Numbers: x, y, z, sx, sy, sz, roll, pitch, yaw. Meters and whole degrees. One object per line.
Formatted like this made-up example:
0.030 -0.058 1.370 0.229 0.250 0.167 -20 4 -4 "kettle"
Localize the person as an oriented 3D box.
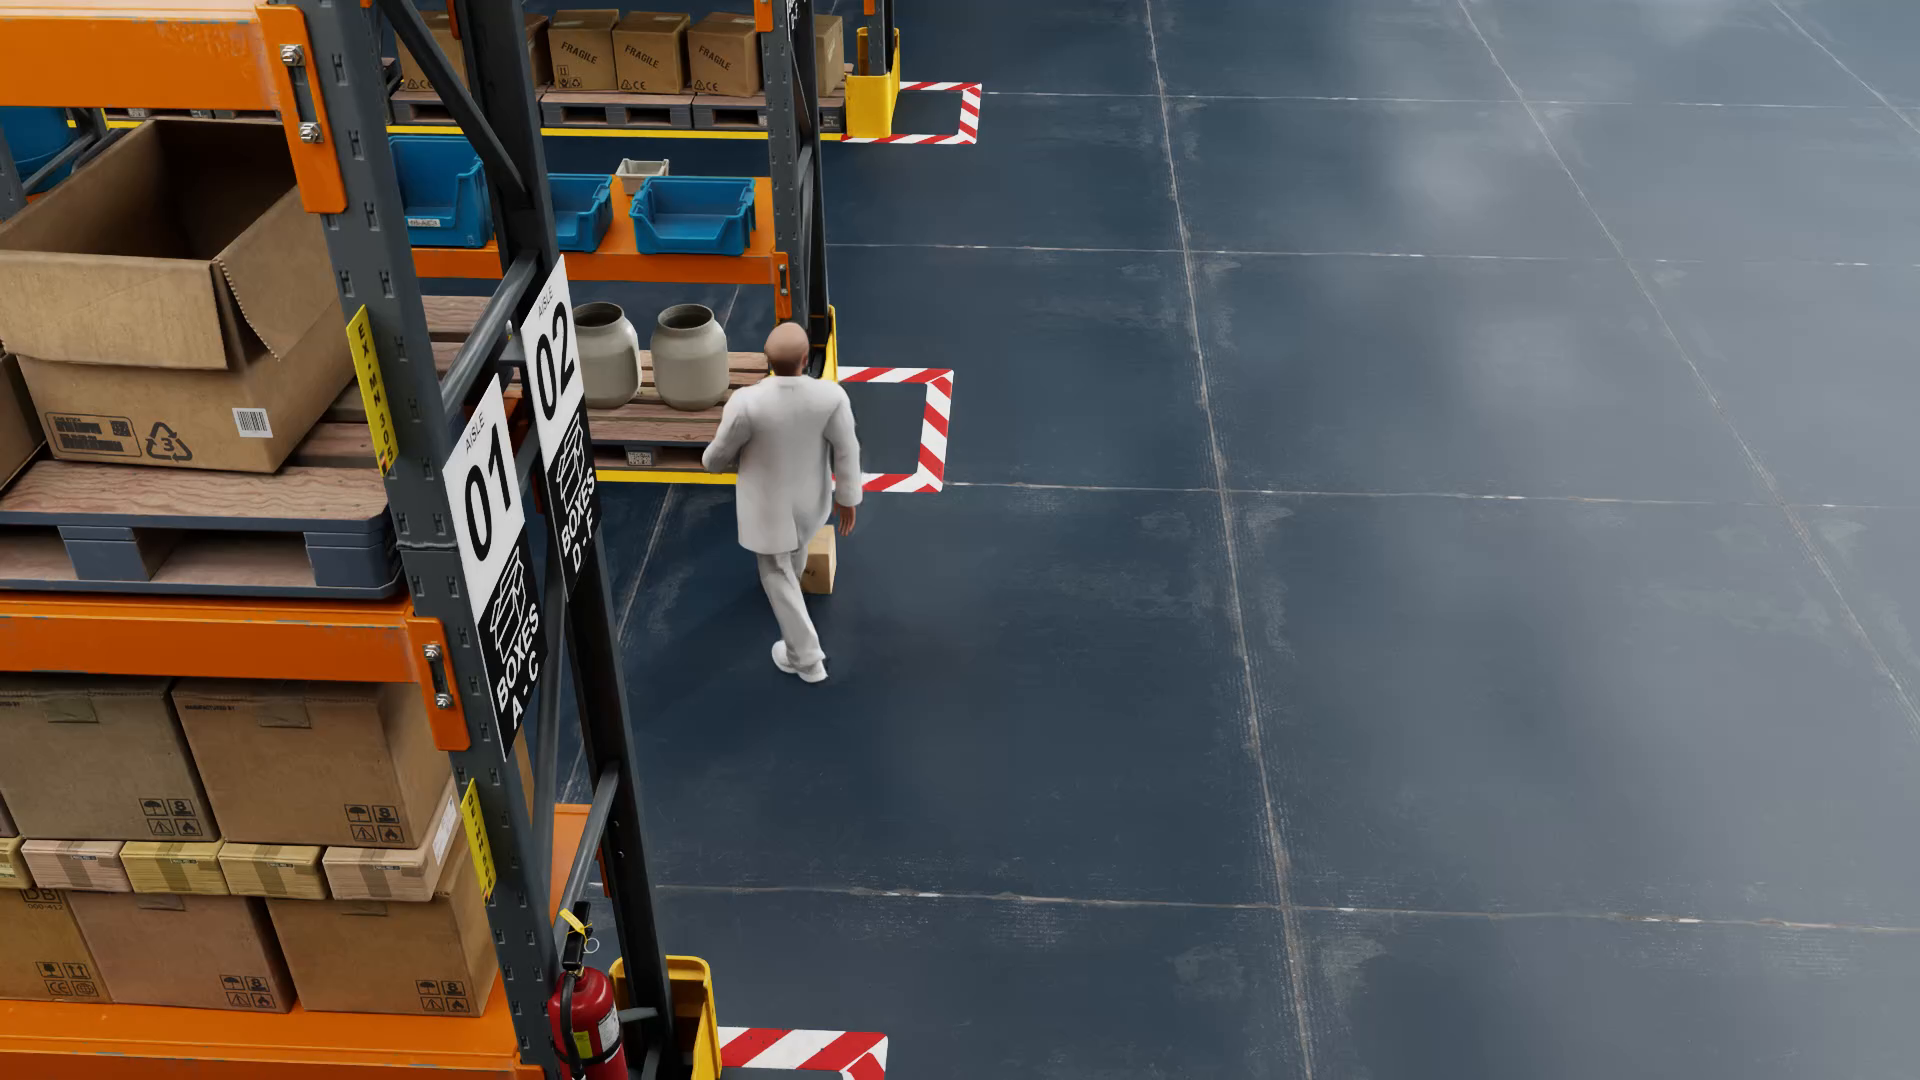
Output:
-0.813 -0.263 7.527 0.649 1.729 1.036 -11 37 -16 "person"
